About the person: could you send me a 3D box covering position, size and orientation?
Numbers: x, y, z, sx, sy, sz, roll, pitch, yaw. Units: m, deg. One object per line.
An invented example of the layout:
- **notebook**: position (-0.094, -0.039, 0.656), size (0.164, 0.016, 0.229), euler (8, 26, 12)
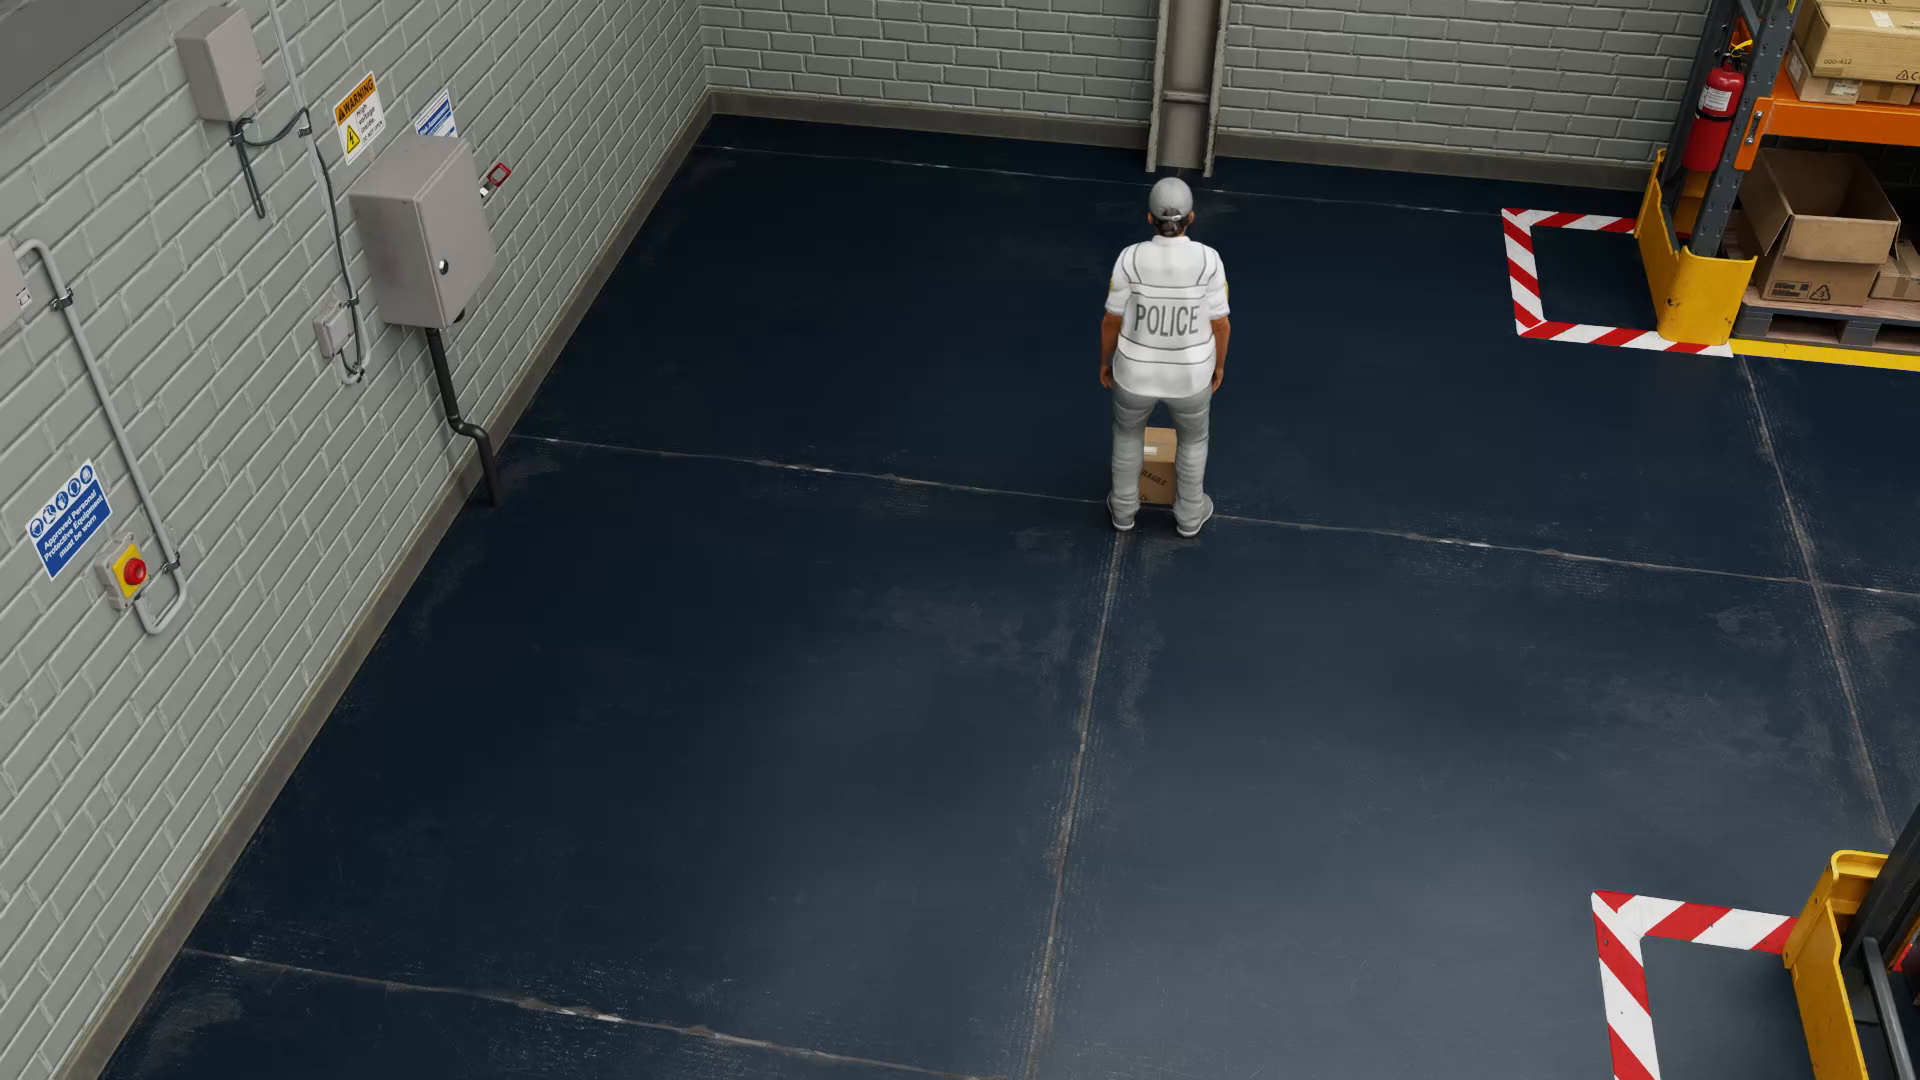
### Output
- **person**: position (0.865, -0.734, 7.004), size (0.561, 1.665, 0.470), euler (4, 41, 5)
